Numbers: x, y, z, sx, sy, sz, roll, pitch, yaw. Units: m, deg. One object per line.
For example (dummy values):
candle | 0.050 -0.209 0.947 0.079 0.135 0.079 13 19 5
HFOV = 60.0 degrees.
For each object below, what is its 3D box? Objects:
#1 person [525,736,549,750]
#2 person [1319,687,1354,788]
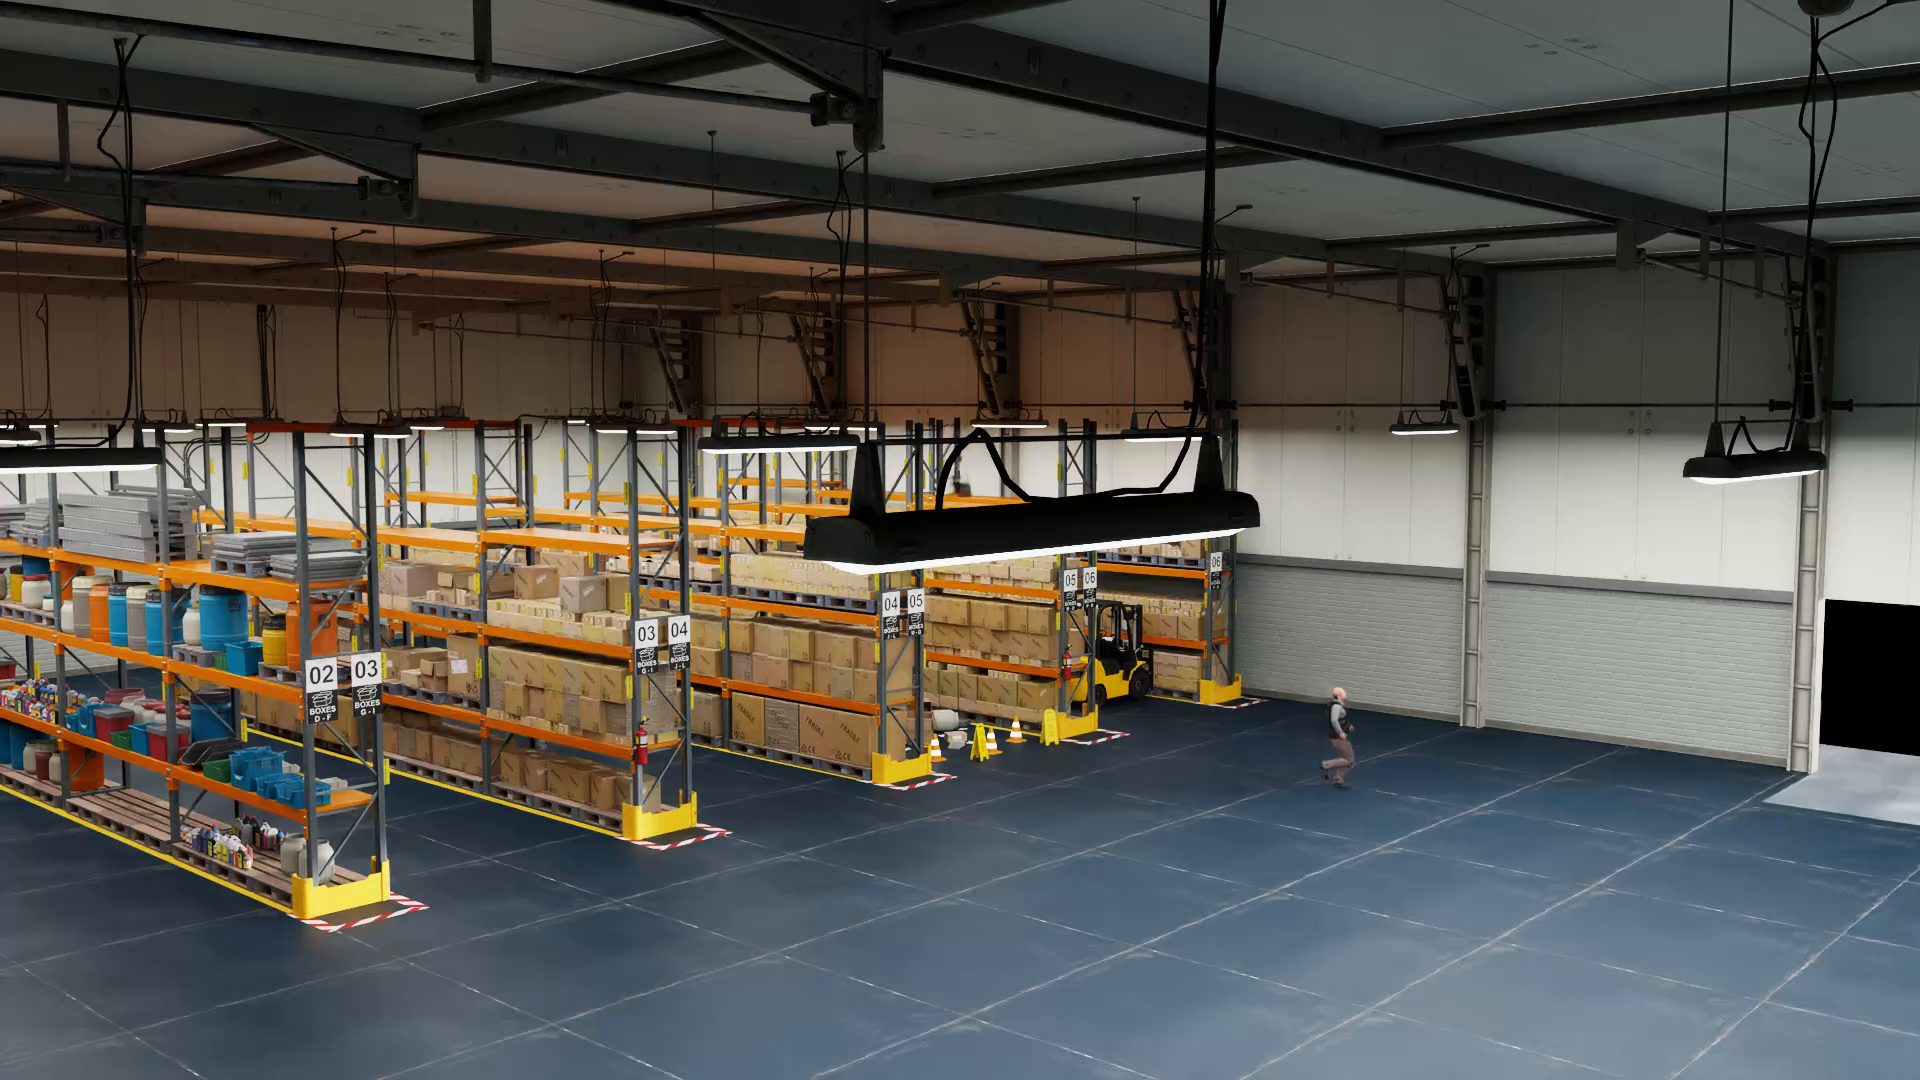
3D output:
person | -7.779 3.005 30.690 0.774 1.731 0.588 3 5 30
person | 6.212 3.264 27.420 0.581 1.687 0.696 1 5 7
